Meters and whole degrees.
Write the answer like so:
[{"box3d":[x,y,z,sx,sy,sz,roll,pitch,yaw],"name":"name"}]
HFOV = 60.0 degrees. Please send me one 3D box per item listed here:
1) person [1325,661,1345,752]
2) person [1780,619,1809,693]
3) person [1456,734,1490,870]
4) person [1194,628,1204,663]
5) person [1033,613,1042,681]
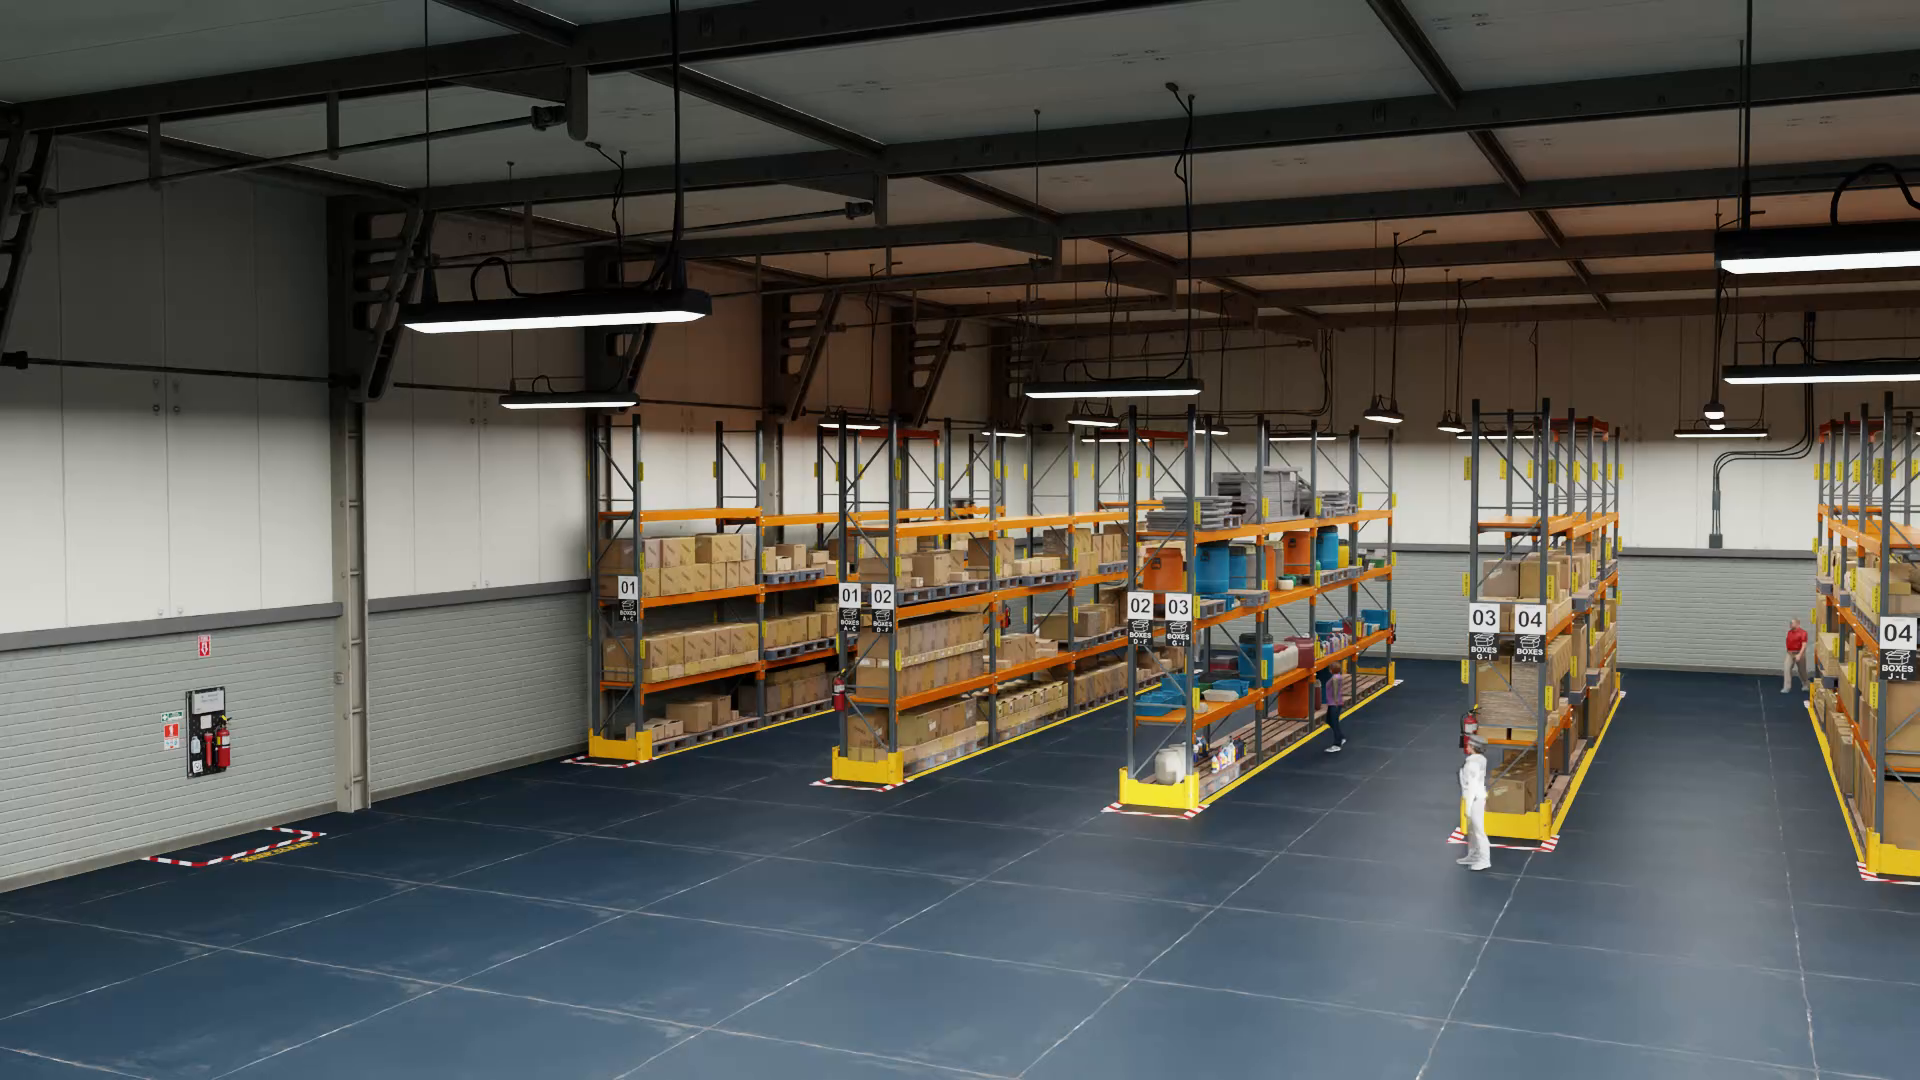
[{"box3d":[6.724,2.972,29.762,0.358,1.598,0.471,0,2,12],"name":"person"},{"box3d":[18.877,2.615,37.527,1.021,1.678,0.492,-2,3,-45],"name":"person"},{"box3d":[6.475,3.289,20.992,0.423,1.693,0.574,0,2,8],"name":"person"},{"box3d":[6.140,2.381,43.532,0.540,1.699,0.445,1,3,22],"name":"person"},{"box3d":[1.747,2.563,38.172,0.450,1.778,0.636,0,2,7],"name":"person"}]
